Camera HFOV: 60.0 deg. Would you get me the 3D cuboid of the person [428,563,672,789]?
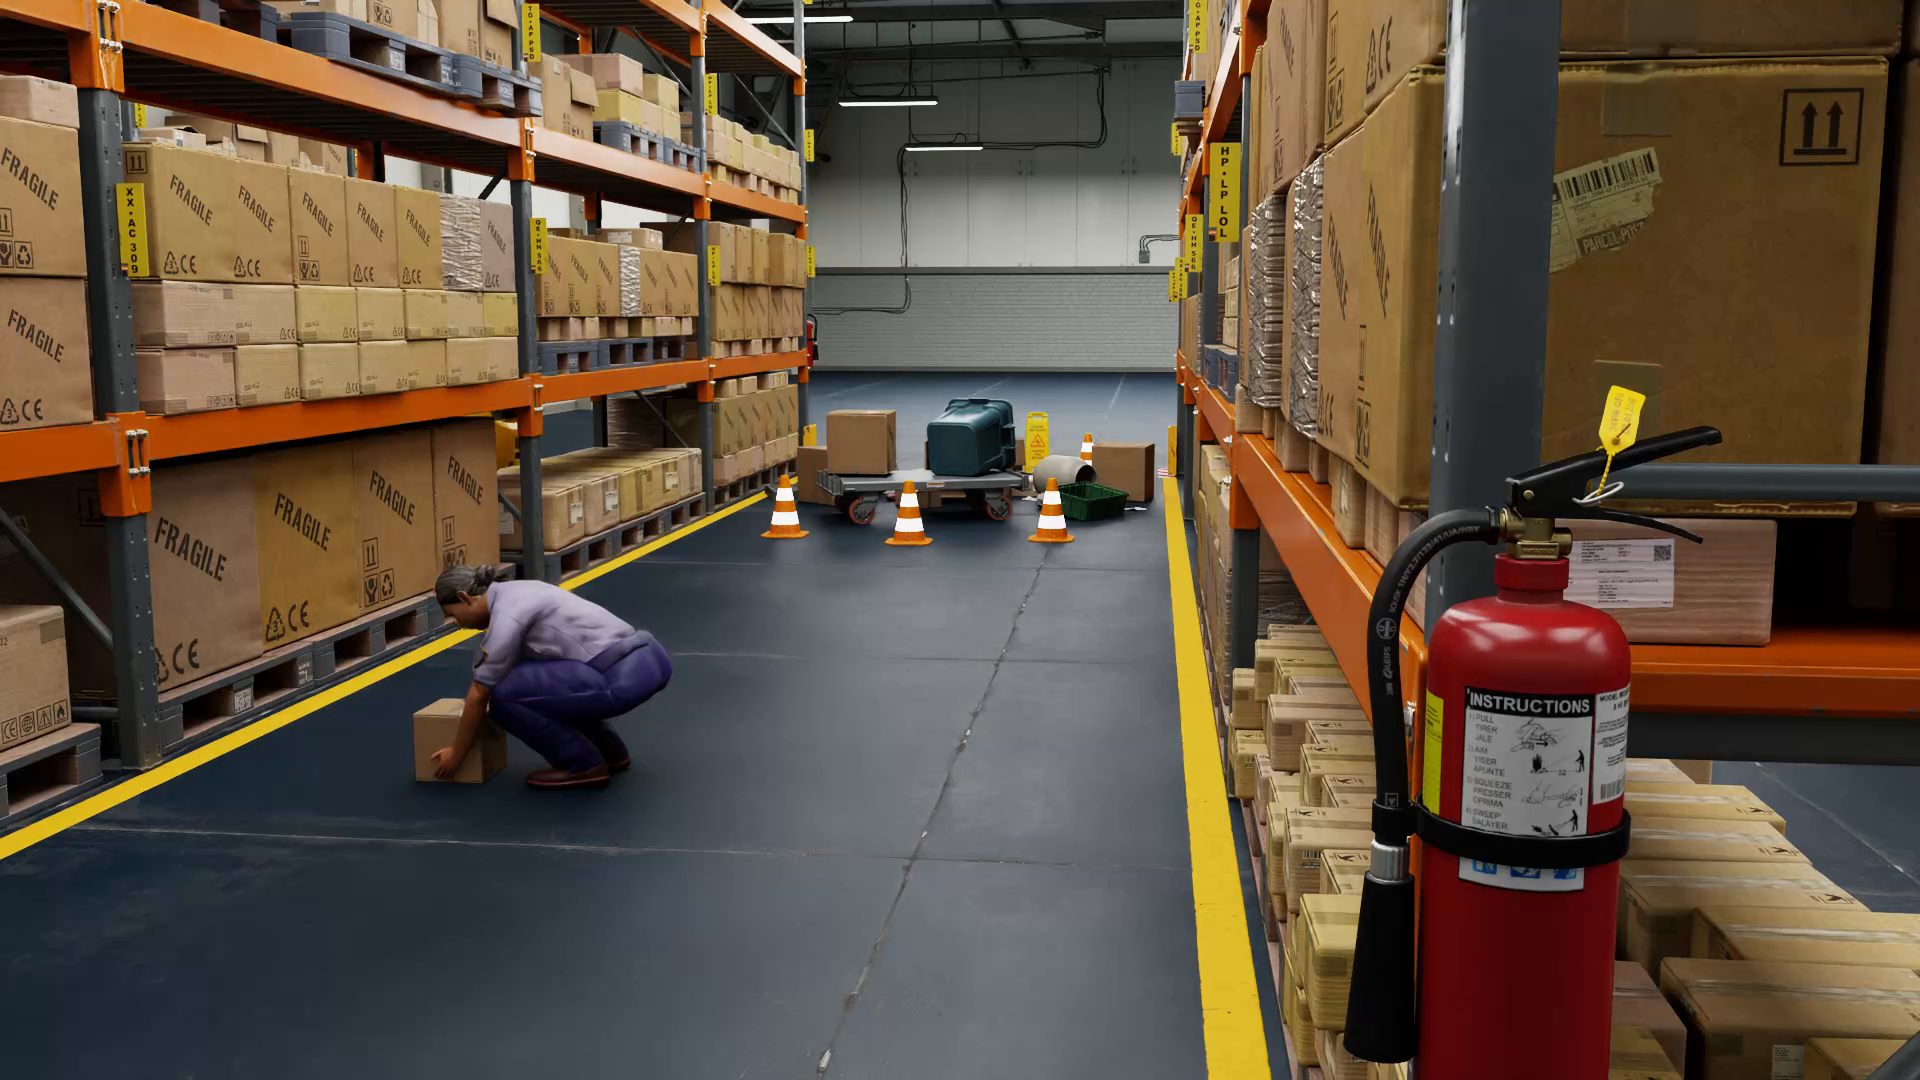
[{"bbox_3d":[-1.484,0.477,6.039,0.838,0.799,0.509,1,8,6],"label":"person"}]
